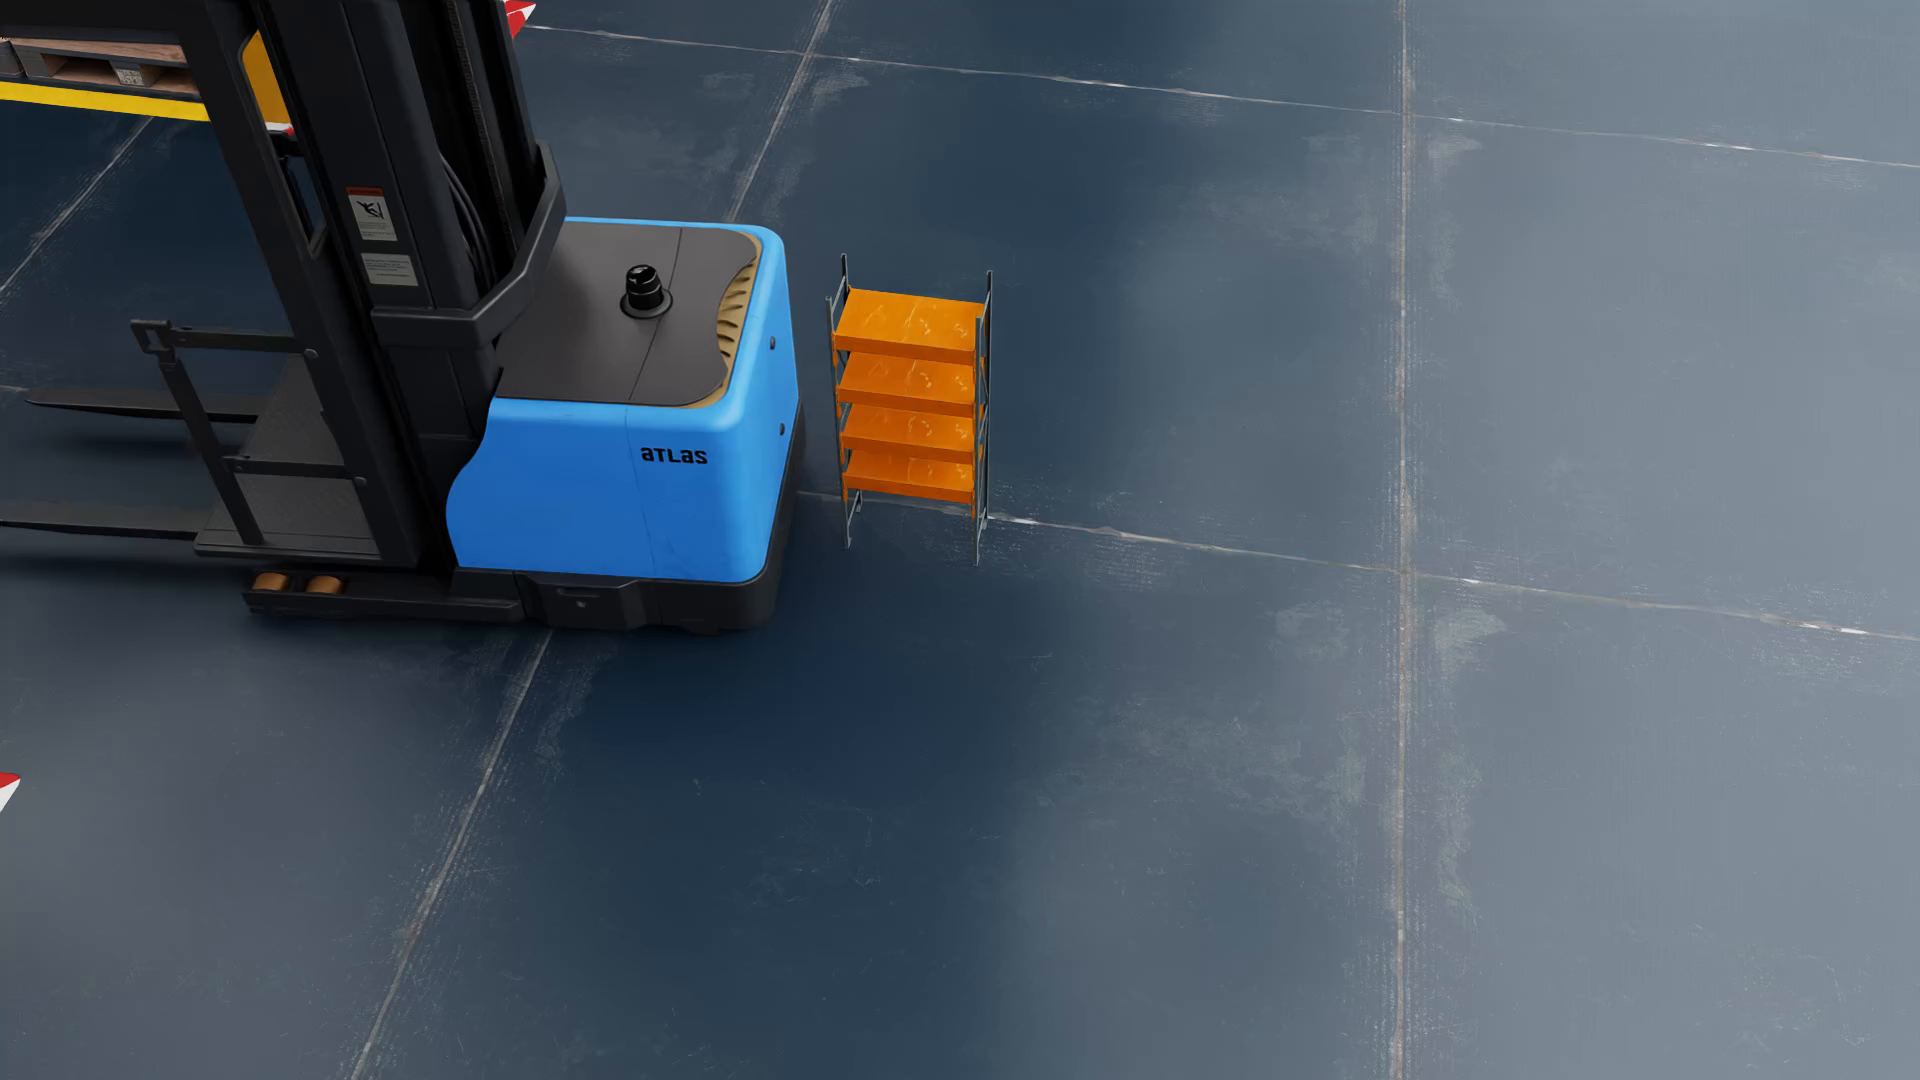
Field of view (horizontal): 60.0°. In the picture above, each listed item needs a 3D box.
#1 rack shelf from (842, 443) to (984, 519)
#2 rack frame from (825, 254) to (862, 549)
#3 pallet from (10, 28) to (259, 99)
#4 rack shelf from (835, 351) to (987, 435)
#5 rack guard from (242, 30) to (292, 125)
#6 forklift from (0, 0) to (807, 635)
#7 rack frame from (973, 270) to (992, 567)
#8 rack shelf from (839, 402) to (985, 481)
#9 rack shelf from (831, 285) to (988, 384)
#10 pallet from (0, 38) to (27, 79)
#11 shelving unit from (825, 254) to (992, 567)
[{"bbox_3d":[-0.163,-0.245,6.021,0.480,0.148,0.258,8,49,7],"label":"rack shelf"},{"bbox_3d":[-0.403,-0.455,5.852,0.015,1.200,0.240,8,49,7],"label":"rack frame"},{"bbox_3d":[-3.998,-2.656,8.495,1.213,0.211,1.003,8,49,7],"label":"pallet"},{"bbox_3d":[-0.163,-0.527,5.707,0.480,0.148,0.258,8,49,7],"label":"rack shelf"},{"bbox_3d":[-3.204,-2.620,8.268,0.348,0.500,1.175,8,49,7],"label":"rack guard"},{"bbox_3d":[-2.143,-1.084,5.254,3.031,2.935,1.130,3,48,3],"label":"forklift"},{"bbox_3d":[0.077,-0.391,5.794,0.015,1.200,0.240,8,49,7],"label":"rack frame"},{"bbox_3d":[-0.163,-0.378,5.873,0.480,0.148,0.258,8,49,7],"label":"rack shelf"},{"bbox_3d":[-0.163,-0.686,5.531,0.480,0.148,0.258,8,49,7],"label":"rack shelf"},{"bbox_3d":[-5.195,-2.820,8.642,1.213,0.211,1.003,8,49,7],"label":"pallet"},{"bbox_3d":[-0.163,-0.423,5.823,0.503,1.200,0.258,8,49,7],"label":"shelving unit"}]
